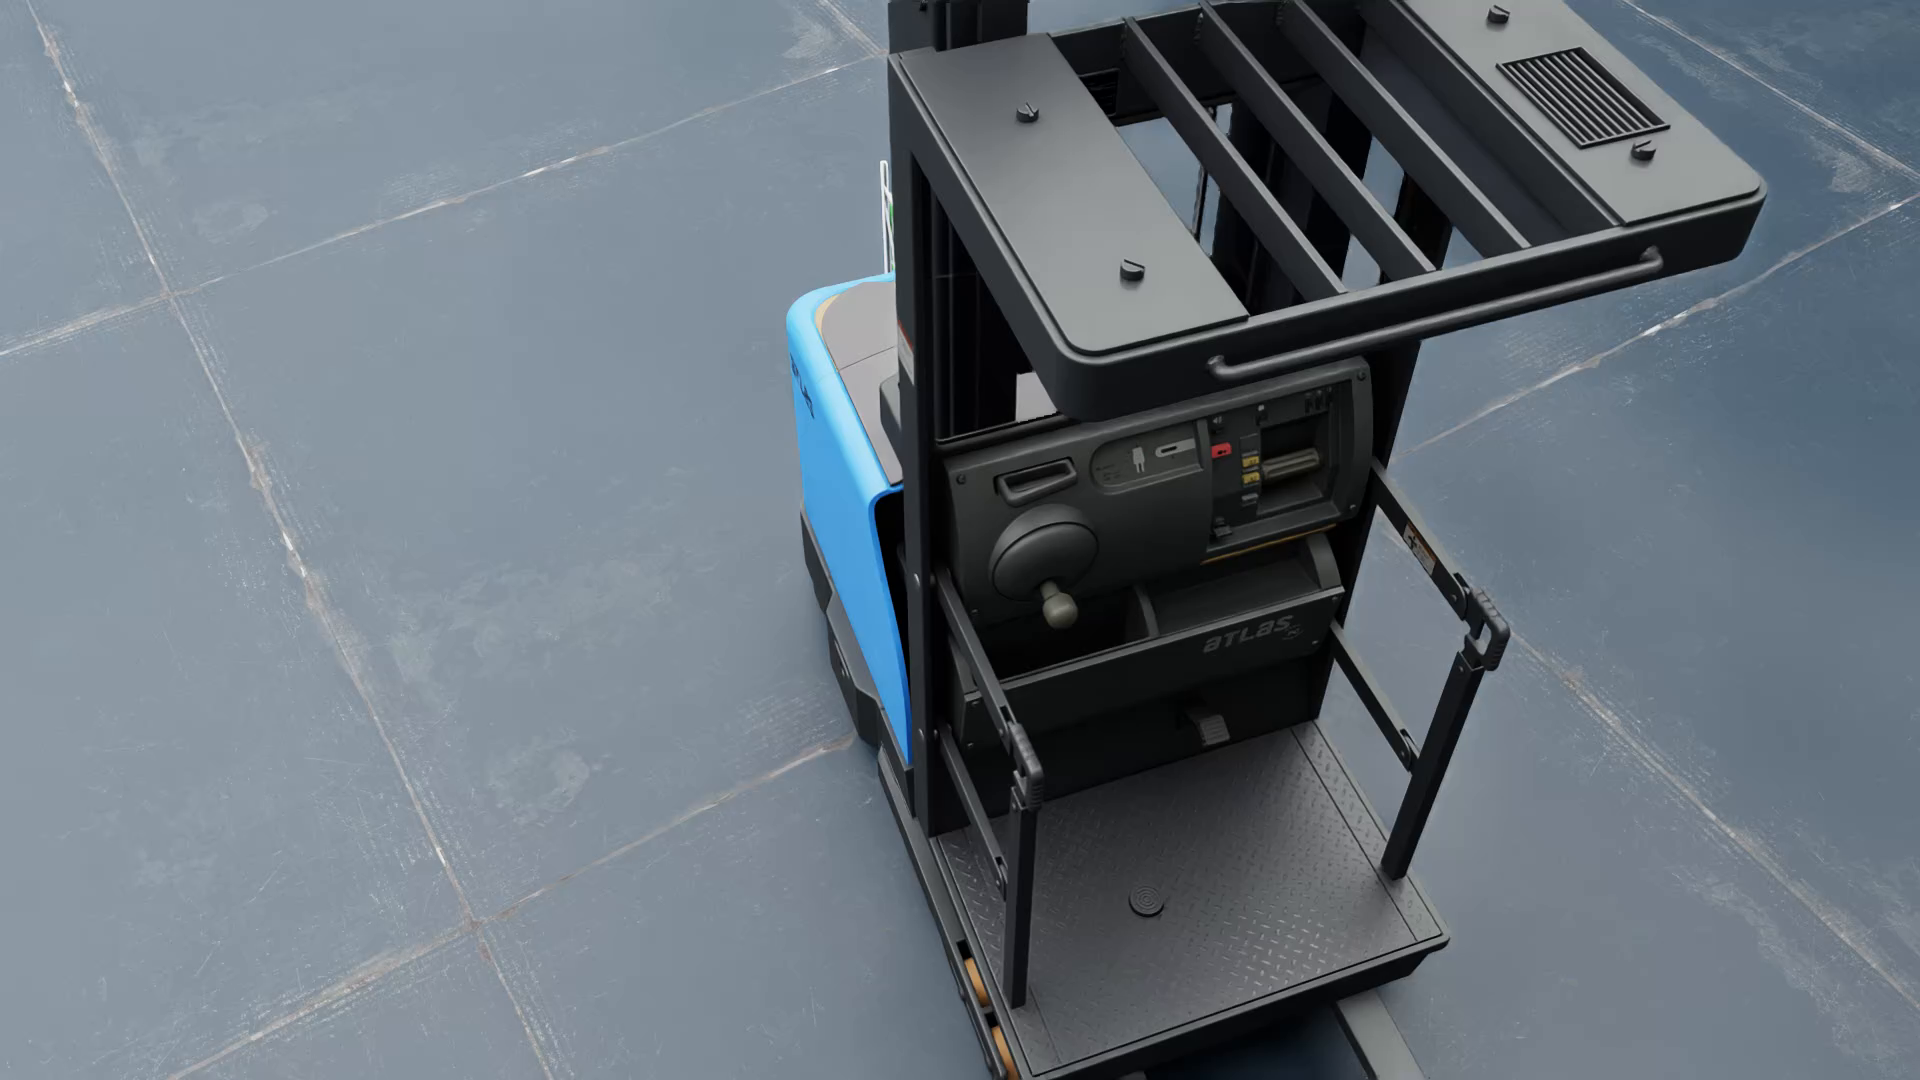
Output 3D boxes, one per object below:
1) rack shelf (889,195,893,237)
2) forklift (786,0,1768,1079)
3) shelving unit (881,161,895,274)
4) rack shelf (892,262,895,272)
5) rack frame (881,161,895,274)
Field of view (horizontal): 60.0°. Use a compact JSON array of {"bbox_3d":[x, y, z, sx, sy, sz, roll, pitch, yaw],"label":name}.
[{"bbox_3d":[0.058,-0.896,4.687,0.480,0.148,0.258,-15,50,-13],"label":"rack shelf"},{"bbox_3d":[0.499,0.007,3.281,1.130,2.935,3.031,-15,50,-13],"label":"forklift"},{"bbox_3d":[0.058,-0.619,4.998,0.503,1.200,0.258,-15,50,-13],"label":"shelving unit"},{"bbox_3d":[0.058,-0.736,4.866,0.480,0.148,0.258,-15,50,-13],"label":"rack shelf"},{"bbox_3d":[-0.172,-0.557,4.943,0.015,1.200,0.240,-15,50,-13],"label":"rack frame"}]
